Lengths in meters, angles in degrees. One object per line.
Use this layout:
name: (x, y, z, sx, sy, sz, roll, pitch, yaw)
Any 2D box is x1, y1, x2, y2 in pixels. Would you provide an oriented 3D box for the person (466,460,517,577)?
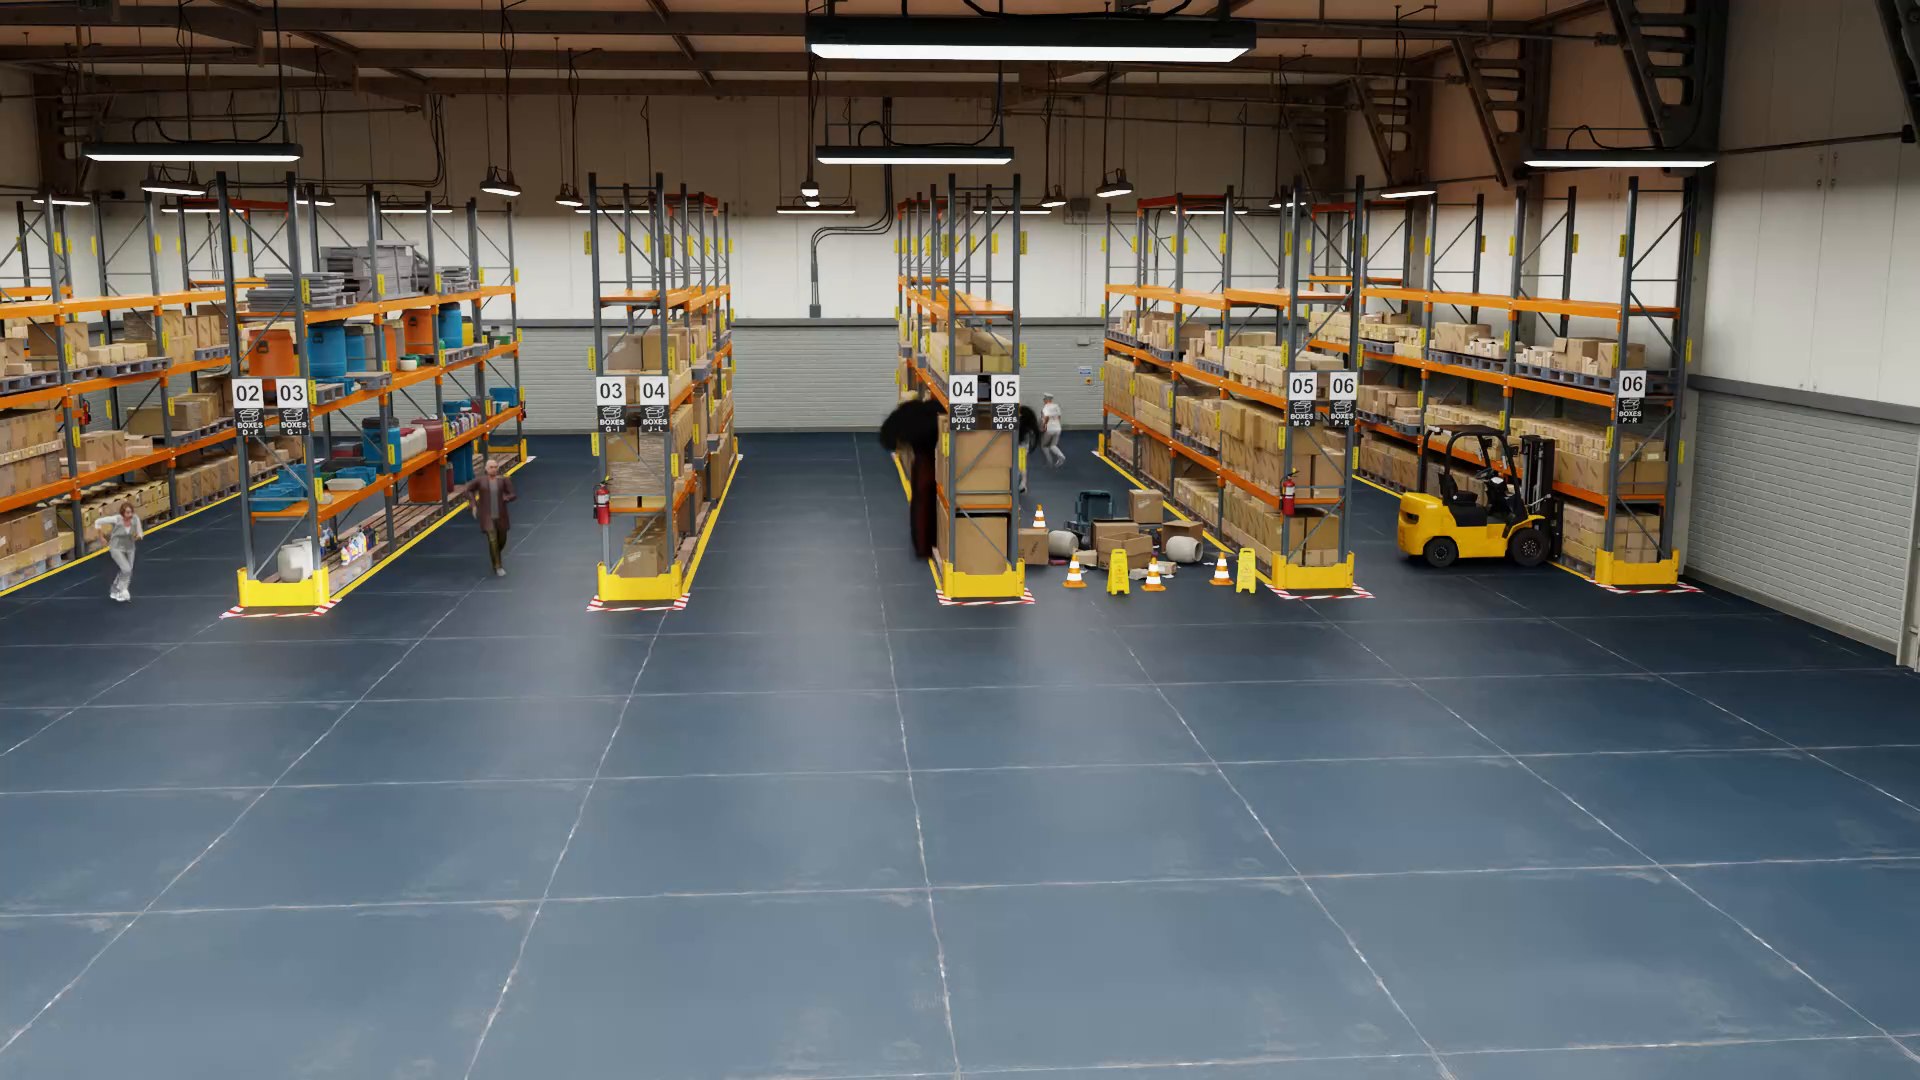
person: (-7.175, -0.366, 25.548, 0.719, 1.758, 1.015, -5, 11, -26)

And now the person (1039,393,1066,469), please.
person: (2.145, -2.452, 37.685, 0.657, 1.747, 0.724, -8, 13, -38)

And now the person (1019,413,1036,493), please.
person: (1.253, -1.743, 33.718, 0.617, 1.638, 0.529, -1, 10, -8)

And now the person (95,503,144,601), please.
person: (-11.808, 0.179, 23.399, 0.849, 1.455, 0.562, 9, 13, 40)
